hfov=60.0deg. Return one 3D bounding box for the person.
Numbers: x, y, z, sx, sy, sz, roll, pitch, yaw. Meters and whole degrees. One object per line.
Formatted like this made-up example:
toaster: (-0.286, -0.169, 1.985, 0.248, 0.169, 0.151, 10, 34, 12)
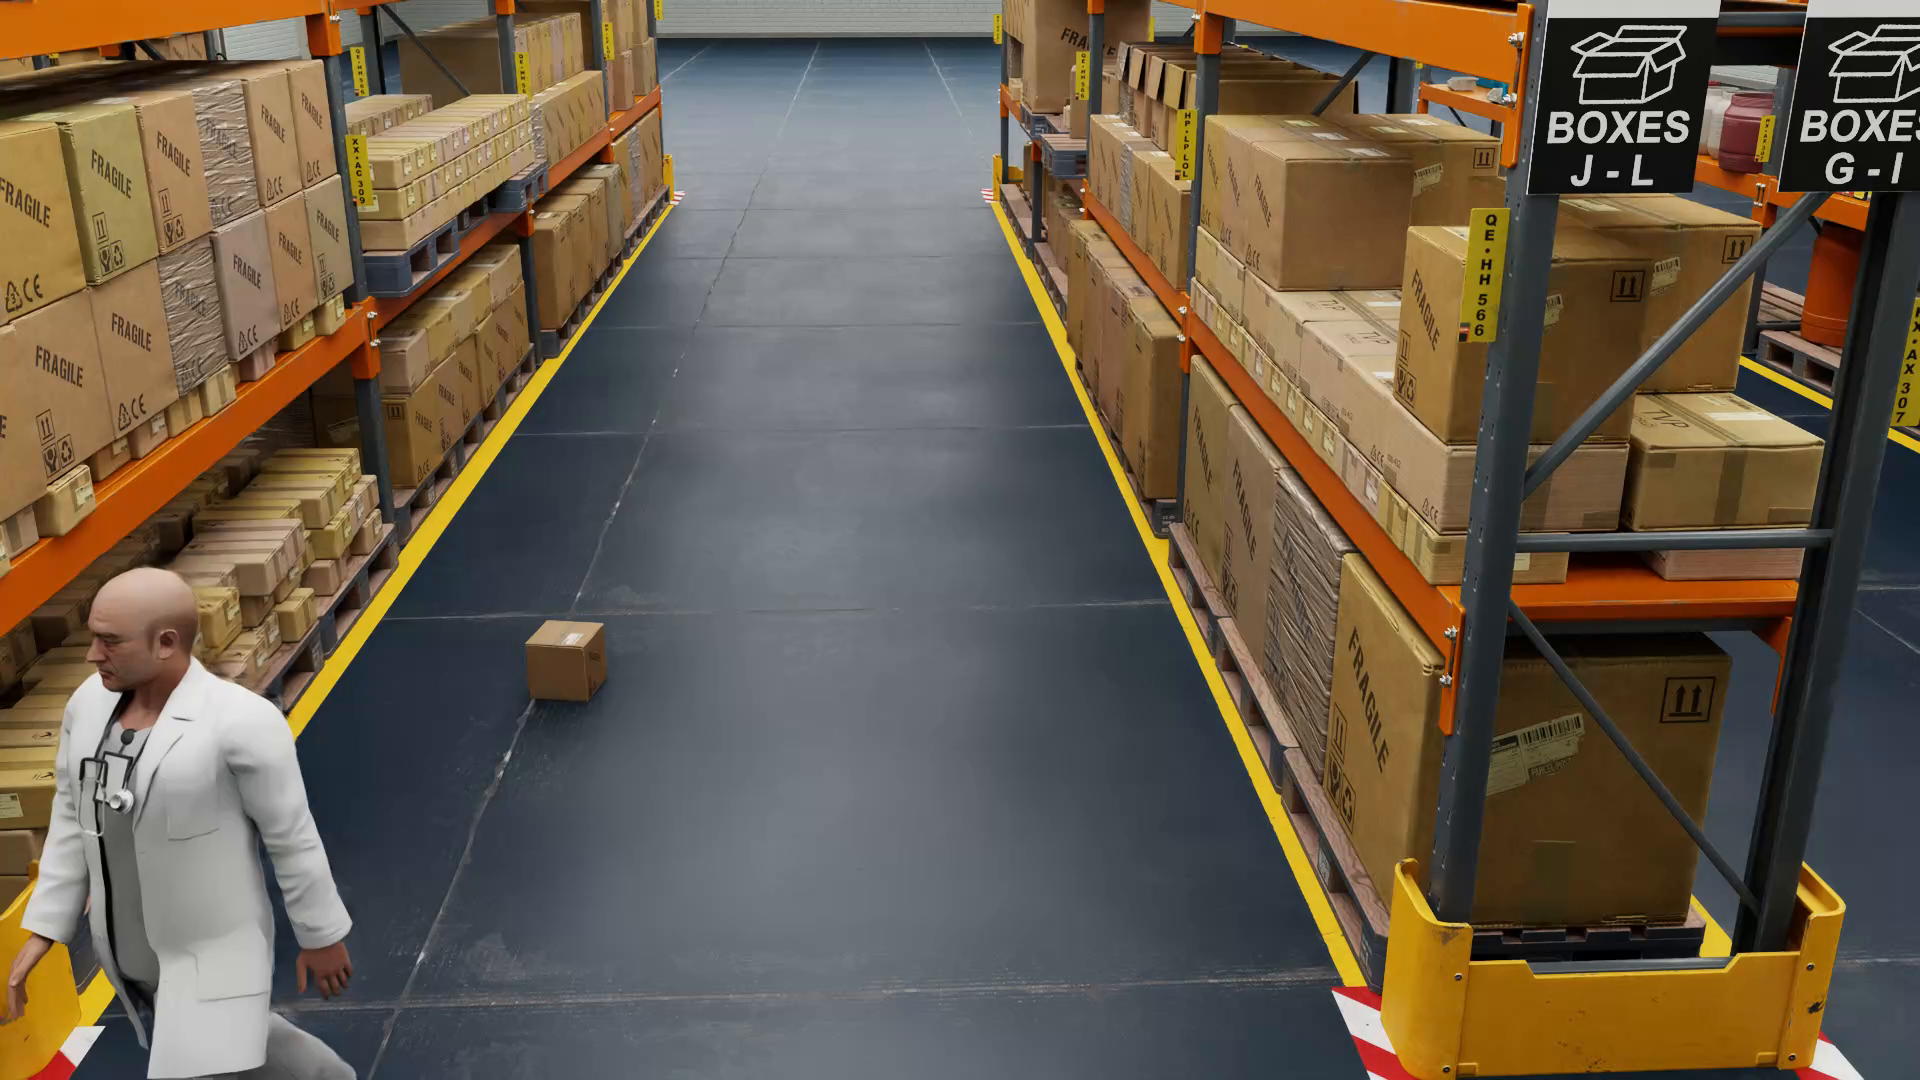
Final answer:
person: (-1.743, 0.896, 3.636, 0.627, 1.708, 1.137, 8, 22, 21)
